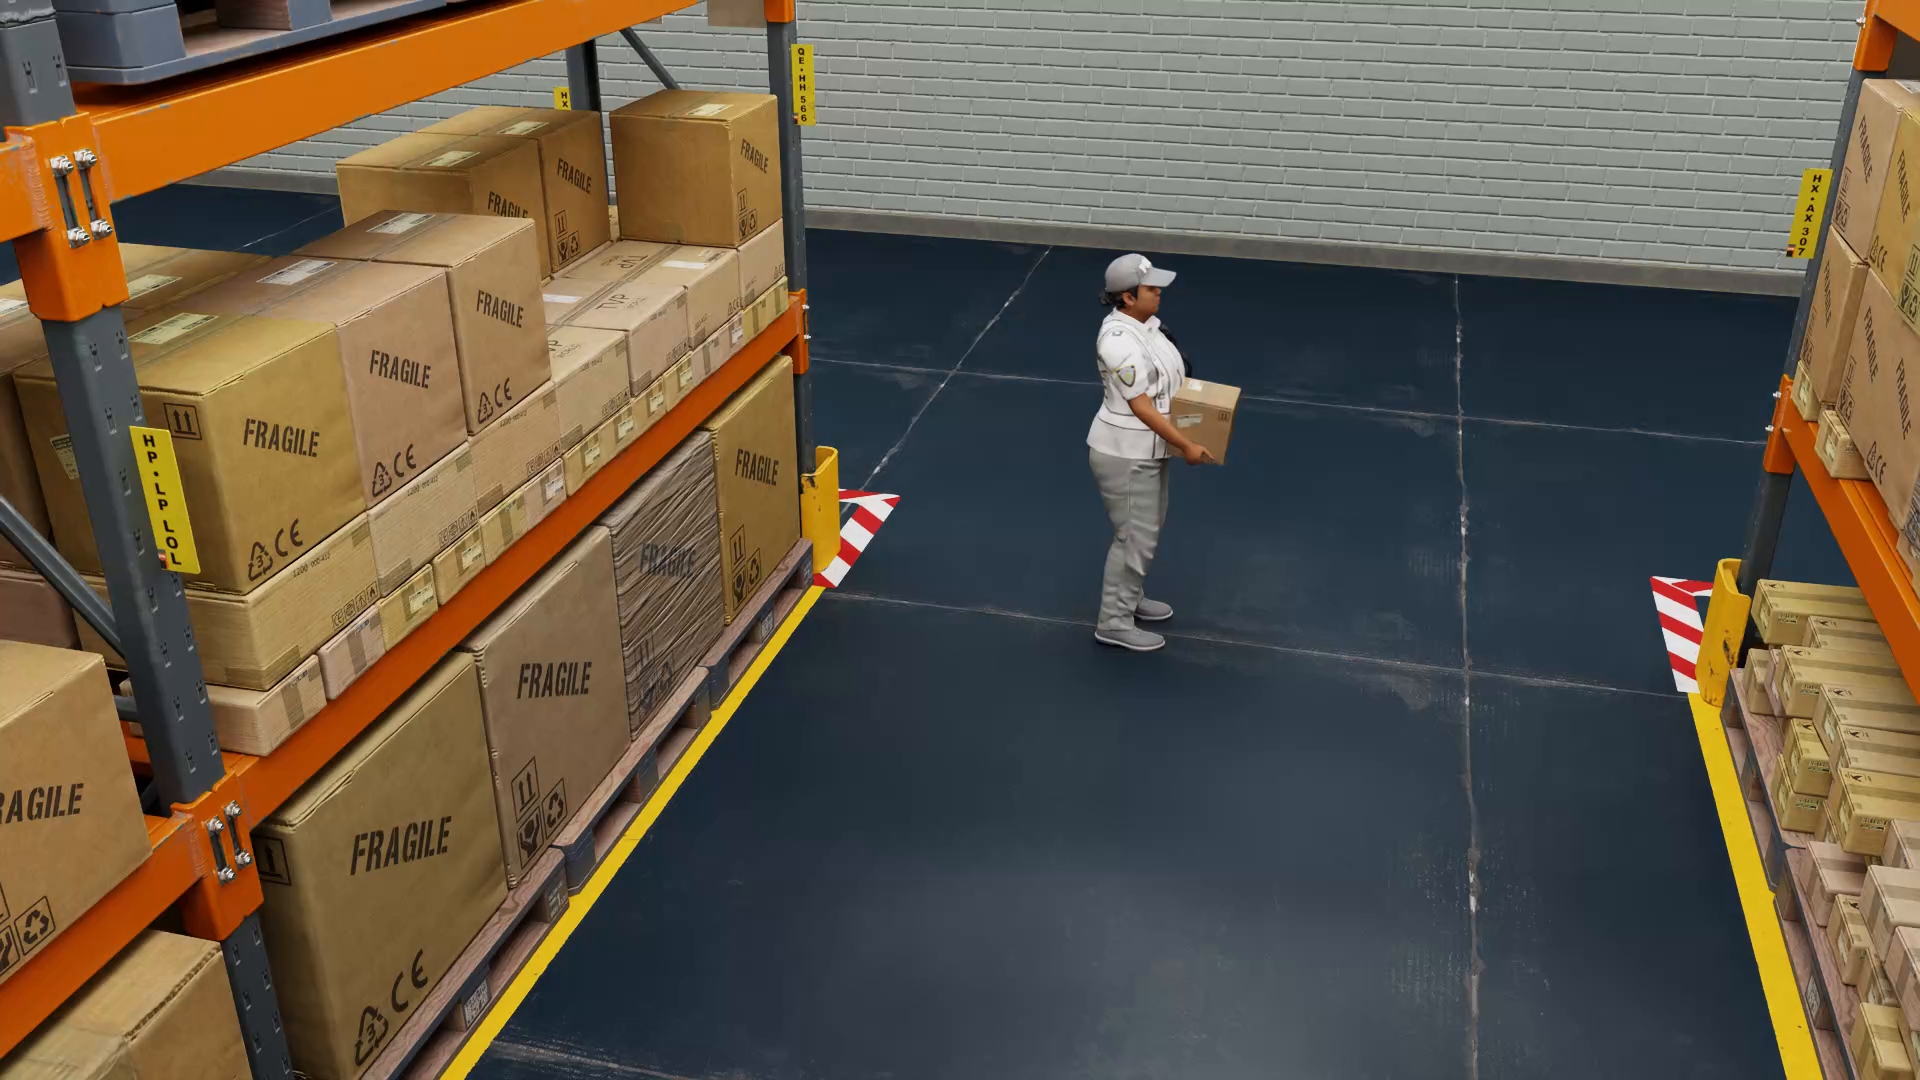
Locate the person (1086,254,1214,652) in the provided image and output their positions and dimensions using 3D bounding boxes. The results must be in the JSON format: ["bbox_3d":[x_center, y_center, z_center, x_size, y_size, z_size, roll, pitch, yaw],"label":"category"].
[{"bbox_3d":[0.797,-0.359,6.873,0.535,1.654,0.452,7,26,14],"label":"person"}]
